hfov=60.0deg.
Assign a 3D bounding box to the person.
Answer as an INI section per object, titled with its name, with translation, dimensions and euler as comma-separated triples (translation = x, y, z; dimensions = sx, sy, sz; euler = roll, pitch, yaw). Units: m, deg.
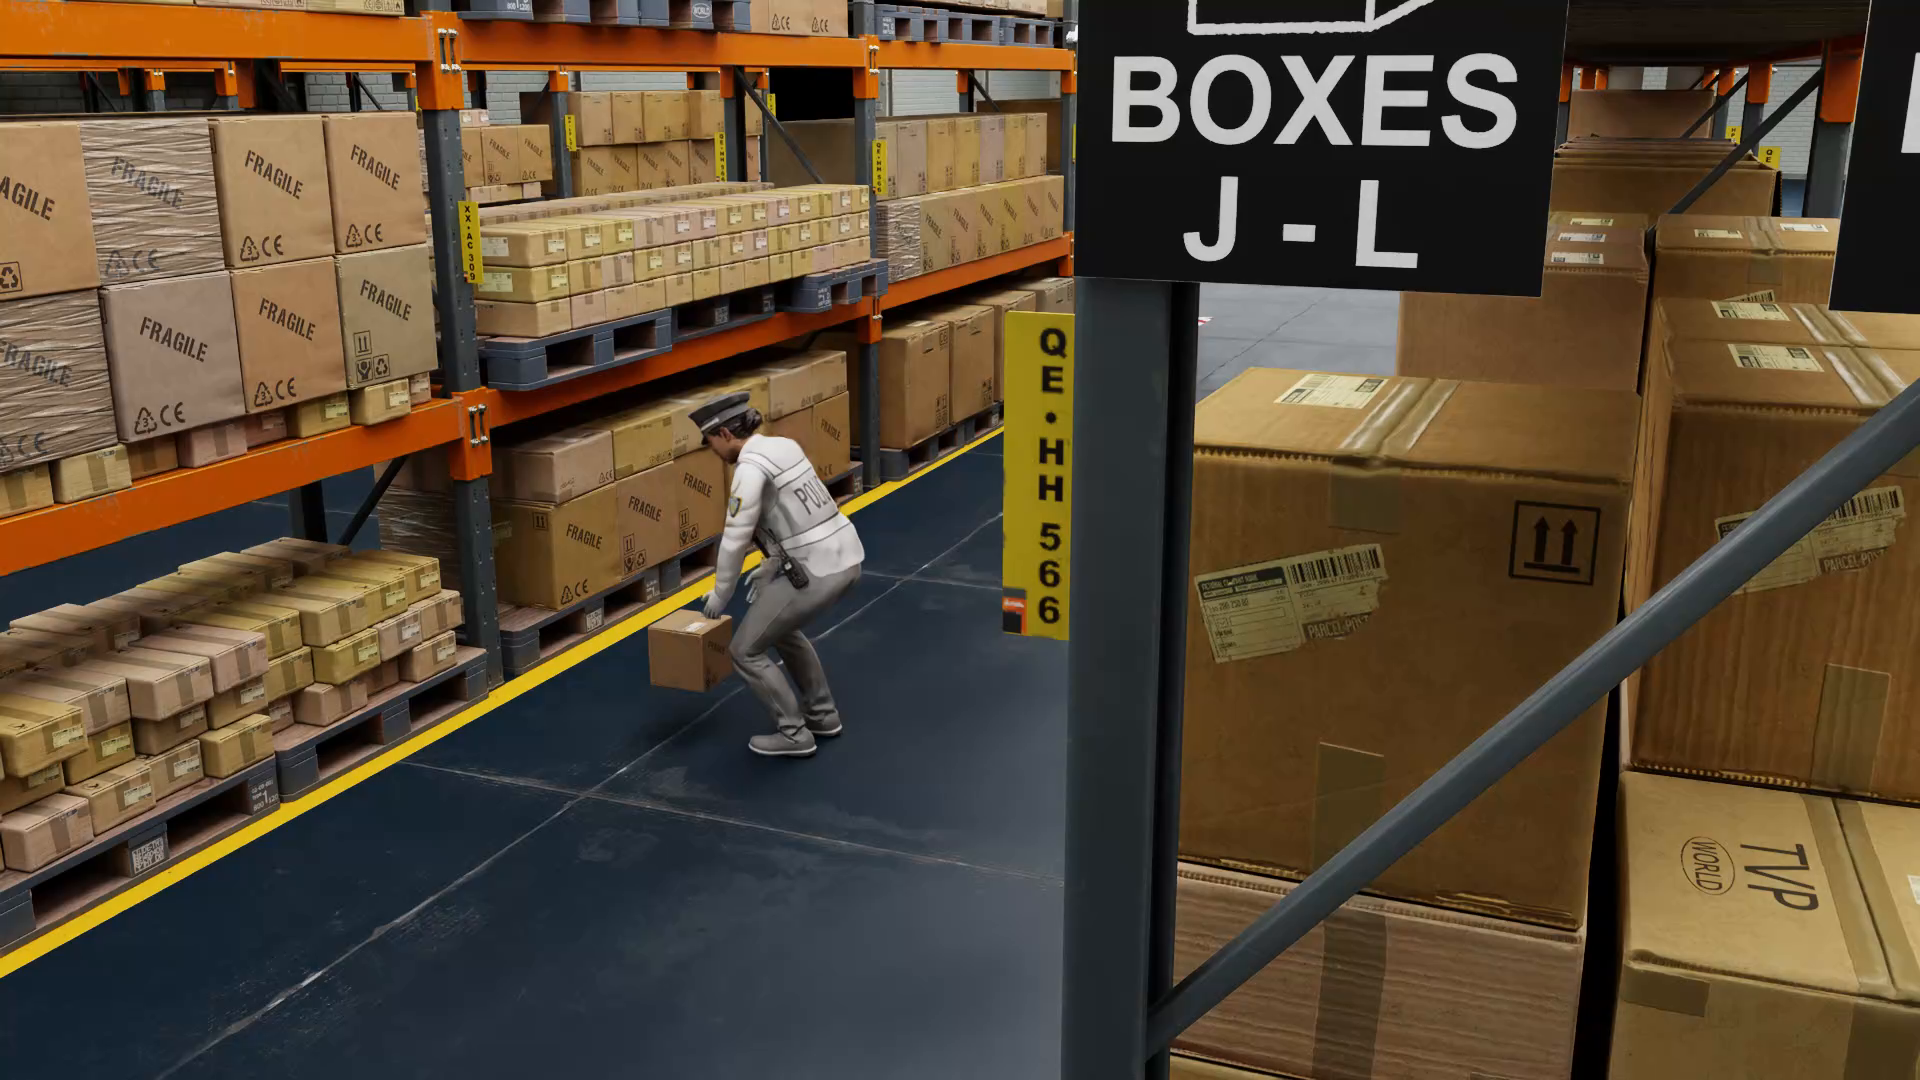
[person]
translation = -0.724, 0.133, 6.500
dimensions = 0.673, 1.430, 0.534
euler = 6, 17, 21
